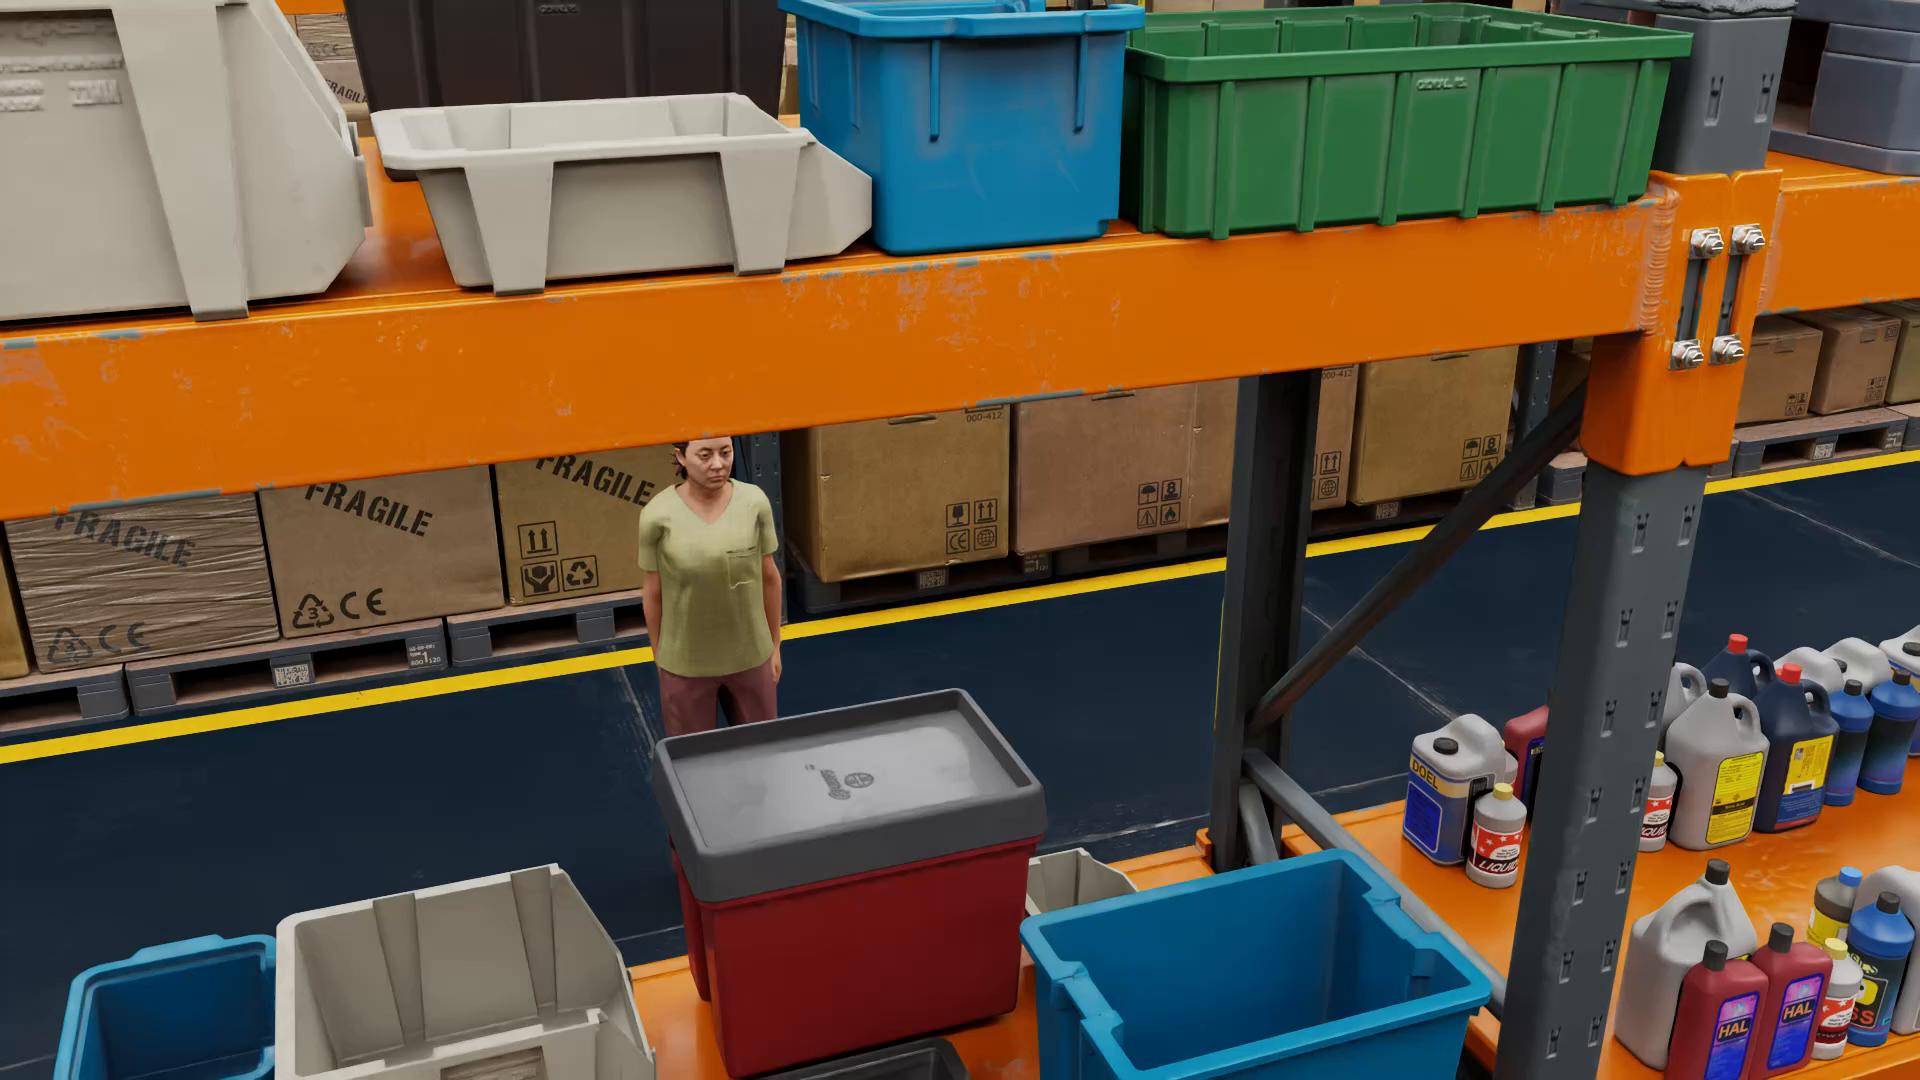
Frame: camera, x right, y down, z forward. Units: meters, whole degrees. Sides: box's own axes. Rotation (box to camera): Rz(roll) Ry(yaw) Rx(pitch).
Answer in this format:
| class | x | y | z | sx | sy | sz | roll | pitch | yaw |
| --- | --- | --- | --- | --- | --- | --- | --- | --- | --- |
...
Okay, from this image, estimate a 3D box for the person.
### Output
| class | x | y | z | sx | sy | sz | roll | pitch | yaw |
| --- | --- | --- | --- | --- | --- | --- | --- | --- | --- |
| person | -0.760 | 0.374 | 5.210 | 0.439 | 1.667 | 0.357 | -8 | 24 | -18 |
